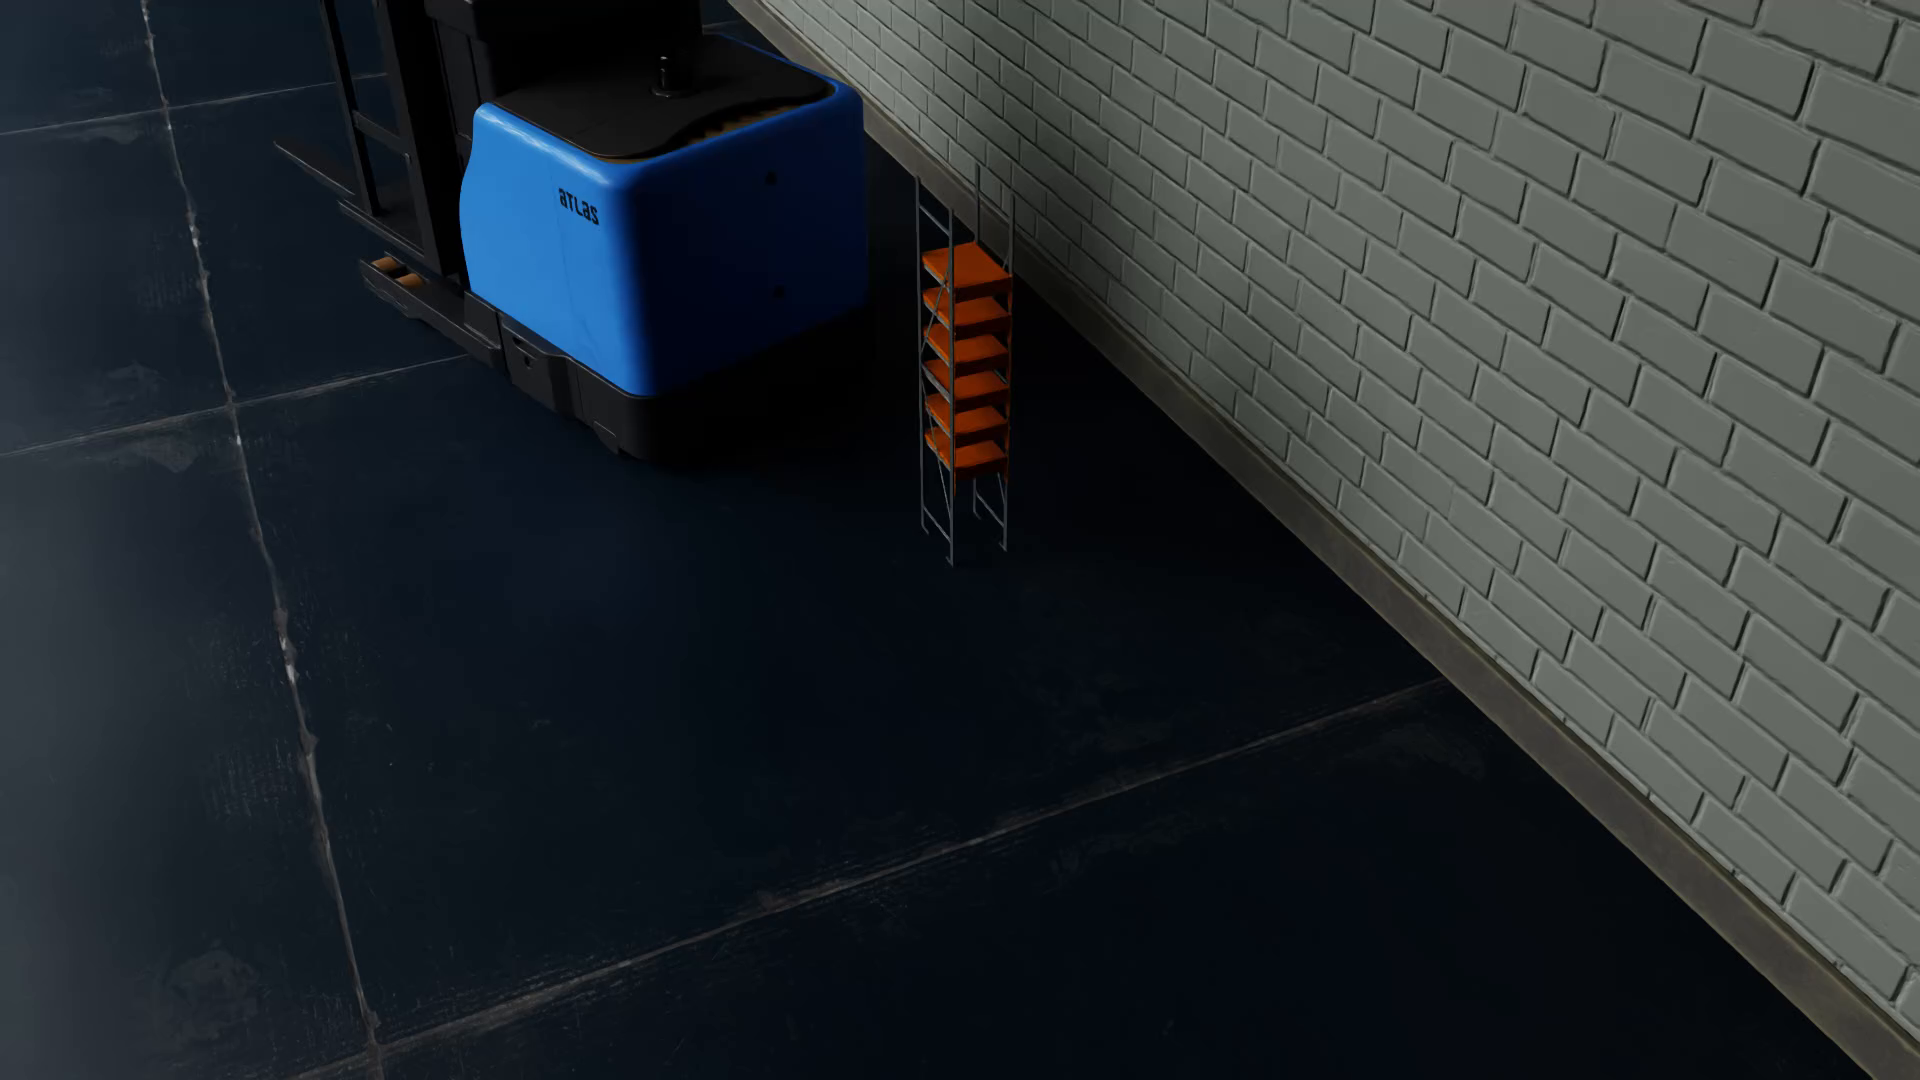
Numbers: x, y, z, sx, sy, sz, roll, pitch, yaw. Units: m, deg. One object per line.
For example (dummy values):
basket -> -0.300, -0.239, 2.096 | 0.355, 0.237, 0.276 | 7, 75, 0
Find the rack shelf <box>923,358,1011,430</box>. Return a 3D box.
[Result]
rack shelf -> 0.013, -0.450, 4.924 | 0.180, 0.103, 0.258 | -16, 39, -20

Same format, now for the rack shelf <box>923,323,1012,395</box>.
rack shelf -> 0.013, -0.546, 4.852 | 0.180, 0.103, 0.258 | -16, 39, -20

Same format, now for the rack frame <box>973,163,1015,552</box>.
rack frame -> 0.096, -0.509, 4.929 | 0.006, 1.200, 0.240 | -16, 39, -20

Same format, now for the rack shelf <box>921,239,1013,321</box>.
rack shelf -> 0.013, -0.739, 4.710 | 0.180, 0.103, 0.258 | -16, 39, -20

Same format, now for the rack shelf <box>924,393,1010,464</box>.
rack shelf -> 0.013, -0.354, 4.995 | 0.180, 0.103, 0.258 | -16, 39, -20

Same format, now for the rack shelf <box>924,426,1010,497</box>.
rack shelf -> 0.013, -0.257, 5.067 | 0.180, 0.103, 0.258 | -16, 39, -20

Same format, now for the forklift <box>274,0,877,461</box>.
forklift -> -1.687, -2.220, 5.783 | 1.130, 2.935, 3.031 | -30, 46, -34

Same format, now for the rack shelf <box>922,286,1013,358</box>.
rack shelf -> 0.013, -0.643, 4.781 | 0.180, 0.103, 0.258 | -16, 39, -20

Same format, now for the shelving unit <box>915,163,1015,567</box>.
shelving unit -> 0.013, -0.486, 4.898 | 0.189, 1.200, 0.258 | -16, 39, -20

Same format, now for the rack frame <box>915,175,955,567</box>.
rack frame -> -0.070, -0.462, 4.866 | 0.006, 1.200, 0.240 | -16, 39, -20
